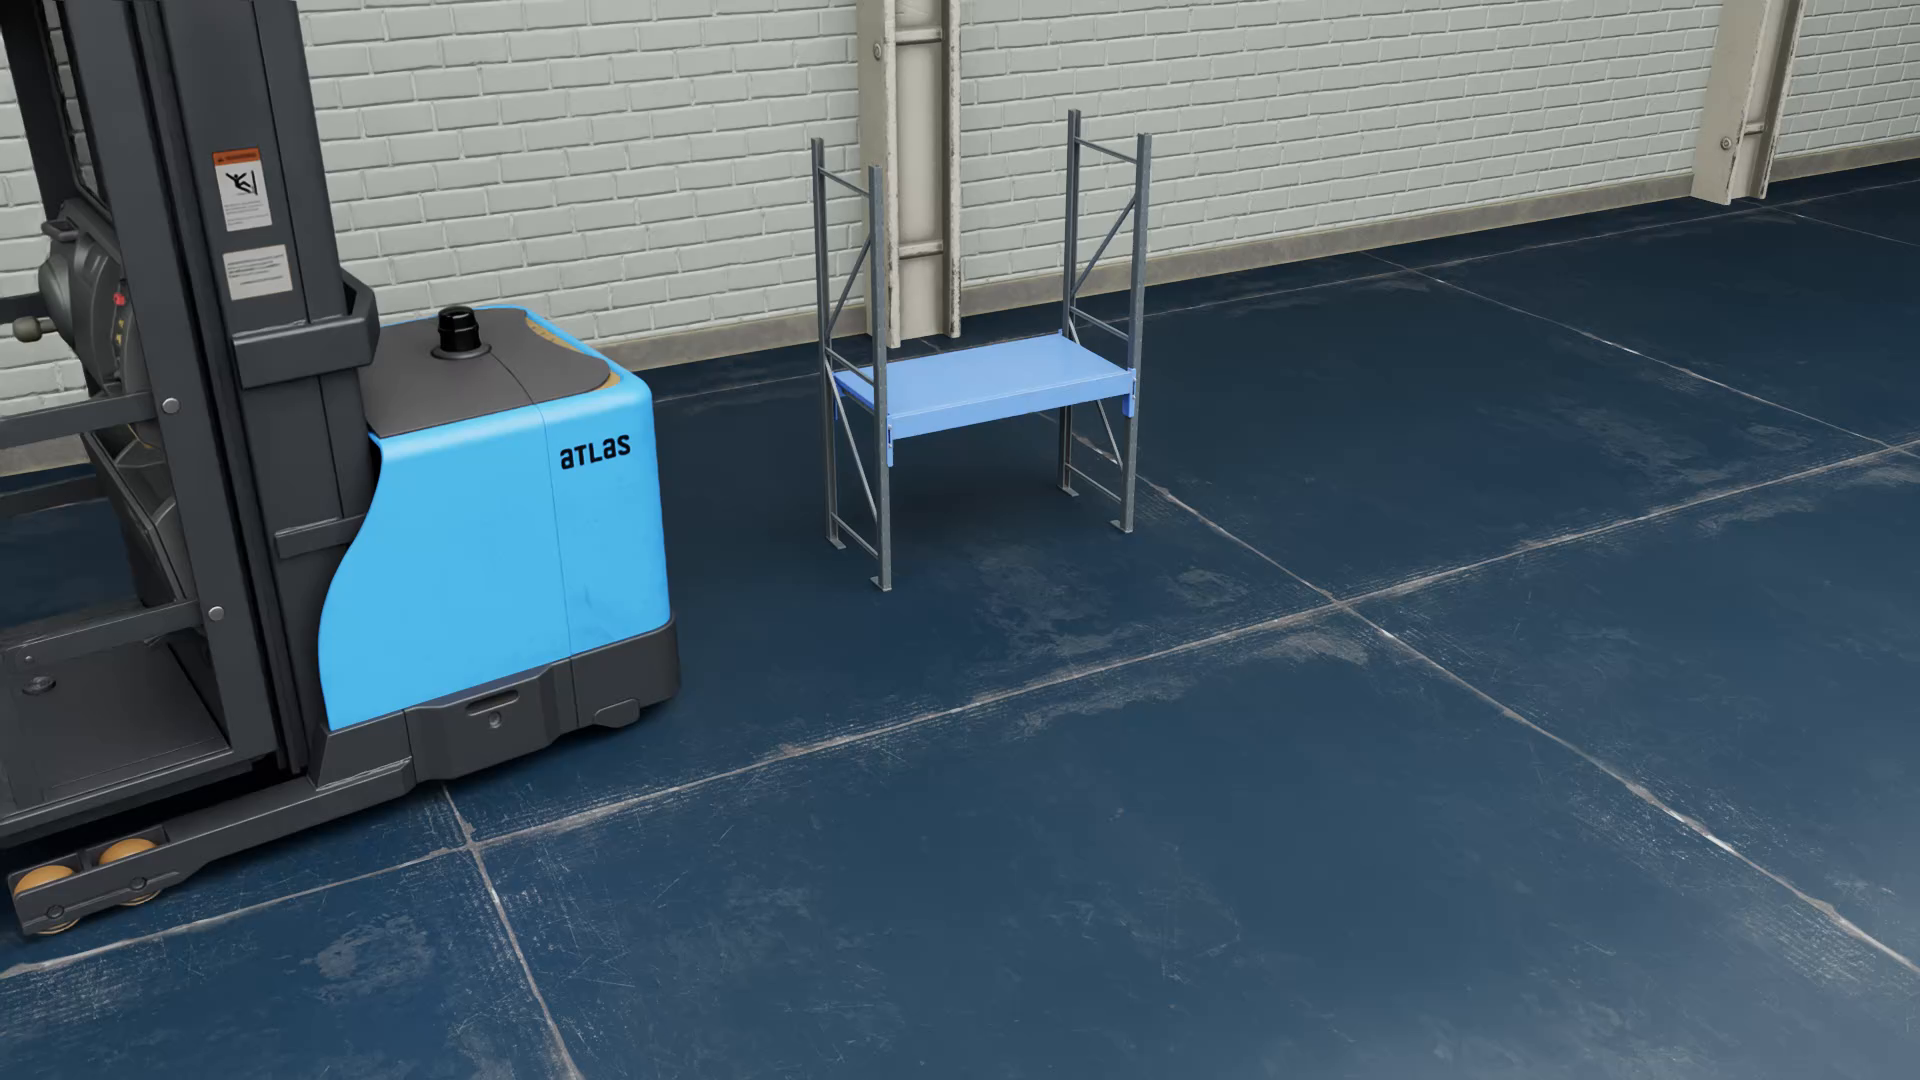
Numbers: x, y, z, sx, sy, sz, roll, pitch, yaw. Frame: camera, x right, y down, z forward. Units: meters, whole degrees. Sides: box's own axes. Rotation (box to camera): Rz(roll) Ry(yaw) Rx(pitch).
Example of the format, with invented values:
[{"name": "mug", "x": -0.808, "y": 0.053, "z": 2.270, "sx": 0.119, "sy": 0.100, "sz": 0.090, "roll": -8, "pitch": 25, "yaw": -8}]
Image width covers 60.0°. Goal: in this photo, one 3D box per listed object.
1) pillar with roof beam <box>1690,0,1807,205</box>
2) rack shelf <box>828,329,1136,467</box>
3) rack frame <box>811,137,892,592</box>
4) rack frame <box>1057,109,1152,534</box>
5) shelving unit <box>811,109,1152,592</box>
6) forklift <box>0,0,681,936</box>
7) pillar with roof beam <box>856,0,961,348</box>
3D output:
[{"name": "pillar with roof beam", "x": 7.080, "y": -4.681, "z": 5.602, "sx": 0.400, "sy": 9.000, "sz": 9.100, "roll": -13, "pitch": 29, "yaw": -25}, {"name": "rack shelf", "x": 0.075, "y": -0.531, "z": 6.039, "sx": 1.000, "sy": 0.185, "sz": 0.538, "roll": -13, "pitch": 29, "yaw": -25}, {"name": "rack frame", "x": -0.373, "y": -0.590, "z": 5.746, "sx": 0.032, "sy": 1.500, "sz": 0.500, "roll": -13, "pitch": 29, "yaw": -25}, {"name": "rack frame", "x": 0.524, "y": -0.797, "z": 6.177, "sx": 0.032, "sy": 1.500, "sz": 0.500, "roll": -13, "pitch": 29, "yaw": -25}, {"name": "shelving unit", "x": 0.075, "y": -0.693, "z": 5.962, "sx": 1.048, "sy": 1.500, "sz": 0.538, "roll": -13, "pitch": 29, "yaw": -25}, {"name": "forklift", "x": -2.354, "y": -0.591, "z": 4.094, "sx": 3.031, "sy": 2.935, "sz": 1.130, "roll": -17, "pitch": 31, "yaw": -32}, {"name": "pillar with roof beam", "x": 1.785, "y": -3.459, "z": 3.057, "sx": 0.400, "sy": 9.000, "sz": 9.100, "roll": -13, "pitch": 29, "yaw": -25}]
